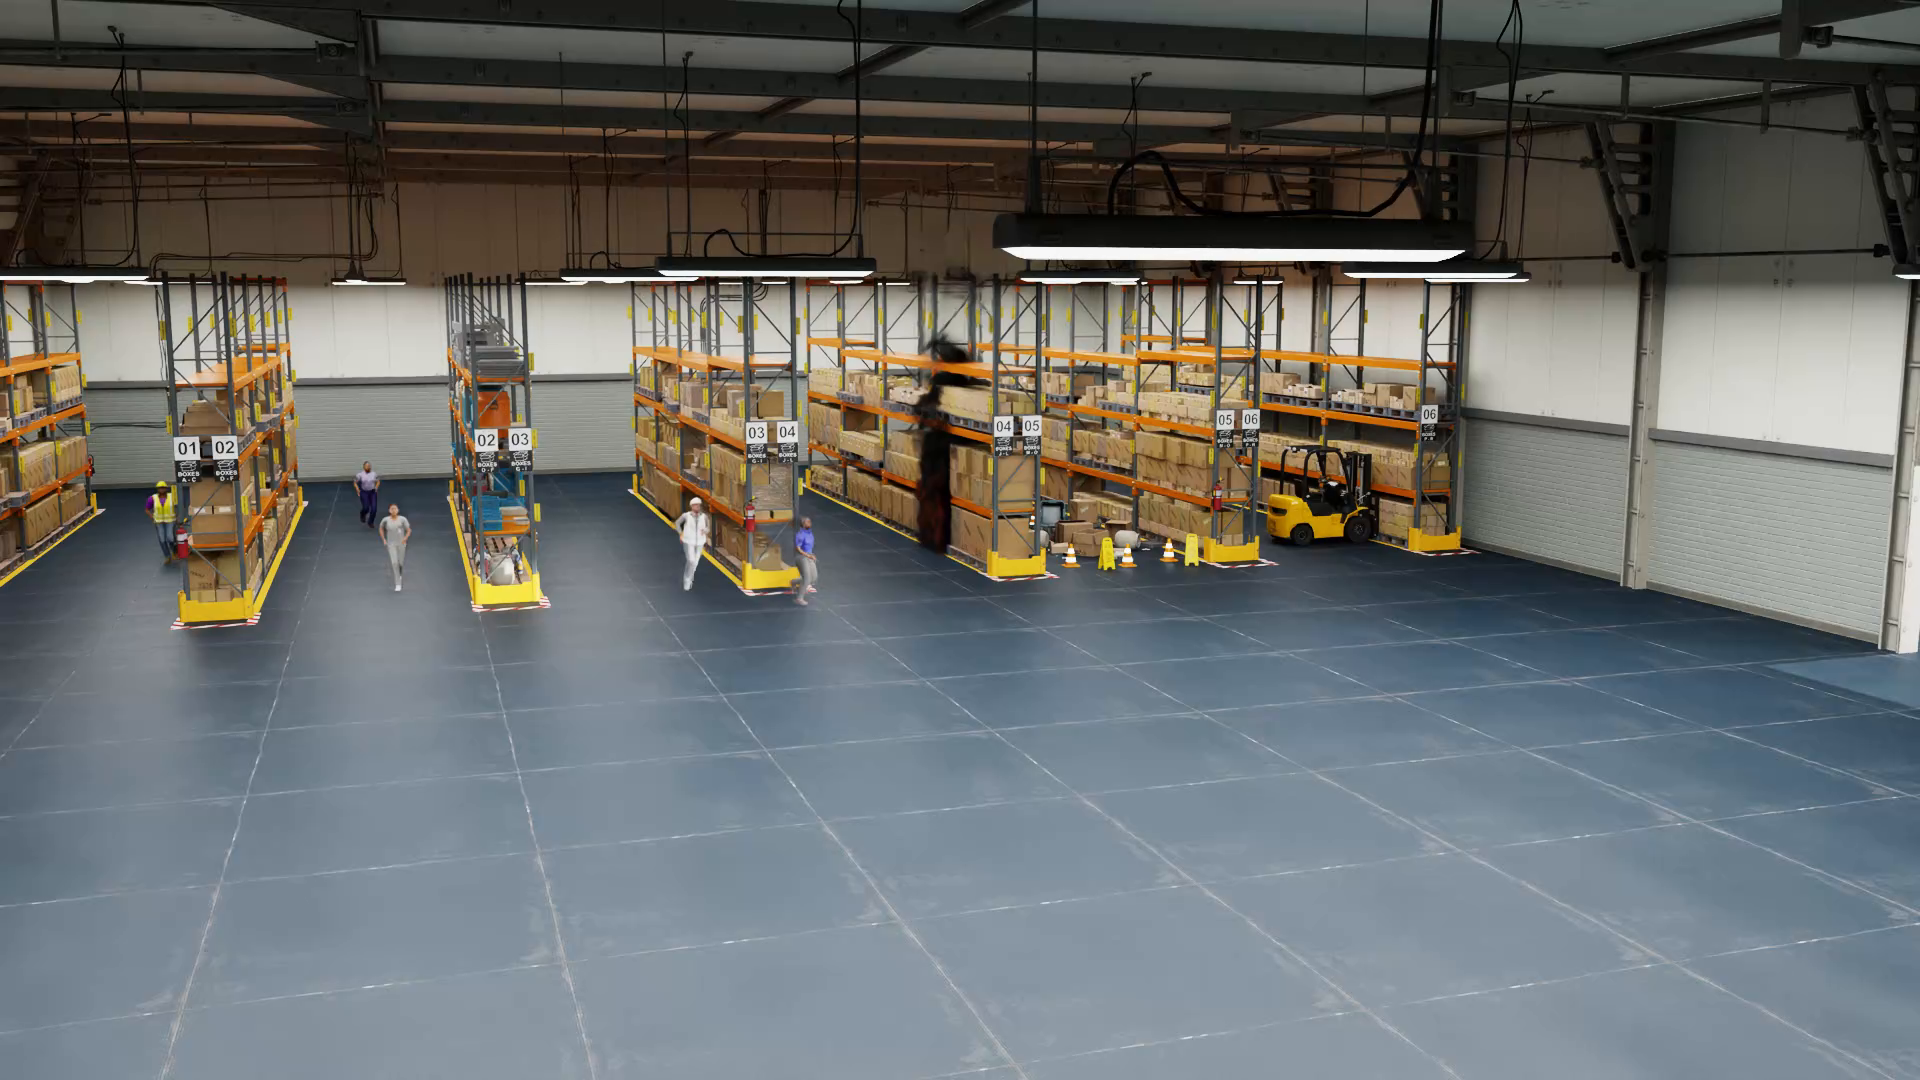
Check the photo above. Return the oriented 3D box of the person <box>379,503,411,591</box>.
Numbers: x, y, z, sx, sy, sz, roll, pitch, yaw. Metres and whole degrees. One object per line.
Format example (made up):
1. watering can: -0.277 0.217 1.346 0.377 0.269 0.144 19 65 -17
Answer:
1. person: -10.847 0.108 31.961 0.579 1.667 0.850 -4 9 -23

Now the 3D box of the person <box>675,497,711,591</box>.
1. person: -5.106 0.075 31.928 0.638 1.802 0.738 -4 10 -27

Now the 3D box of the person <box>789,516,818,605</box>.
1. person: -2.844 0.368 30.418 0.631 1.623 0.603 3 9 21

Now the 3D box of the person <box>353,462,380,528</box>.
1. person: -14.225 -1.044 39.993 0.608 1.522 0.549 -6 10 -34

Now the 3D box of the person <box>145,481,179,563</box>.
1. person: -16.618 -0.366 34.713 0.700 1.725 0.571 -3 9 -18
